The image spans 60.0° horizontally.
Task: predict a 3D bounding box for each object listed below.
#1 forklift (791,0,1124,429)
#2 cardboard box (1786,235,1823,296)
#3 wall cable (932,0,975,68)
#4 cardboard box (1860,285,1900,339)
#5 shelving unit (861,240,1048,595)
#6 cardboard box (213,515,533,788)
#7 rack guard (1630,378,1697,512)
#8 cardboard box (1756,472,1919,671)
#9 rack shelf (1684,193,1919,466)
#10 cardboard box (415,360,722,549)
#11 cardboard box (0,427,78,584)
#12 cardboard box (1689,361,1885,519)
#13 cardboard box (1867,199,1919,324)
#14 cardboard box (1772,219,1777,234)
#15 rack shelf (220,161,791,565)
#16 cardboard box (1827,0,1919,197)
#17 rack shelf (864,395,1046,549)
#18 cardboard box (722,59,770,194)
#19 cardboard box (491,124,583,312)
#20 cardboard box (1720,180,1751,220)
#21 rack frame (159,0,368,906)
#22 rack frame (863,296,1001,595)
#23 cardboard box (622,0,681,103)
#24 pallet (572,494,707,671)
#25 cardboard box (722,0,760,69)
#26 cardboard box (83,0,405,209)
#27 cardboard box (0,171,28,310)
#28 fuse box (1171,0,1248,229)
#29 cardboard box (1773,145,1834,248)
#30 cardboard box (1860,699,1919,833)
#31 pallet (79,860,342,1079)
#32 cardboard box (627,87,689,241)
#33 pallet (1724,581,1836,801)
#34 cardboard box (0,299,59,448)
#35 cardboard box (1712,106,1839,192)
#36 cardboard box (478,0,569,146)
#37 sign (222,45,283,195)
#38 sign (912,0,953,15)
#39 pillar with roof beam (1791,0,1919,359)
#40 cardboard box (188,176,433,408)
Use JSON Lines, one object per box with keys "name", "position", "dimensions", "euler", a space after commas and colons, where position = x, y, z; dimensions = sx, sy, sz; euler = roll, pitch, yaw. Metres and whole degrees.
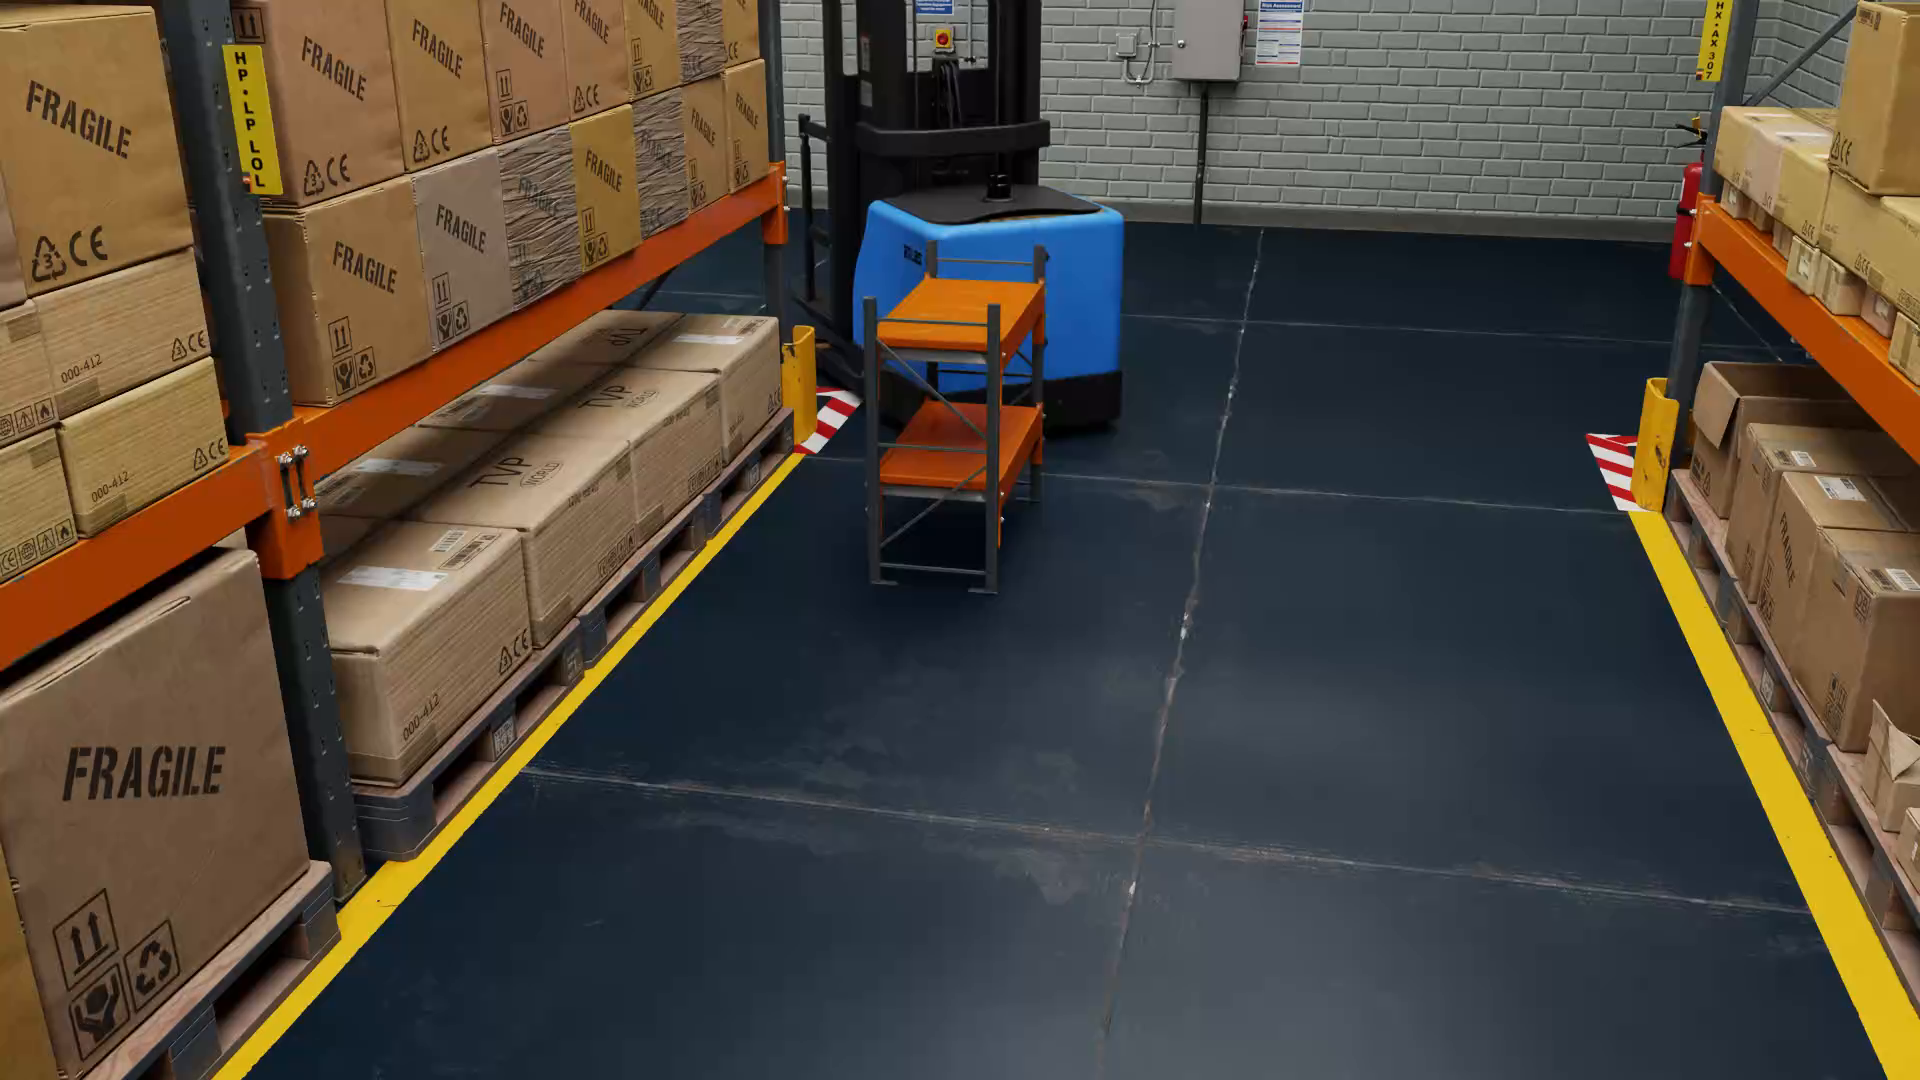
{"name": "forklift", "position": [-0.264, -2.332, 8.721], "dimensions": [1.130, 2.935, 3.031], "euler": [-9, 24, -22]}
{"name": "cardboard box", "position": [2.908, -0.880, 5.359], "dimensions": [0.380, 0.149, 0.250], "euler": [4, 22, 9]}
{"name": "wall cable", "position": [-0.177, -4.490, 12.584], "dimensions": [0.585, 1.953, 0.123], "euler": [4, 22, 11]}
{"name": "cardboard box", "position": [2.889, -0.682, 4.868], "dimensions": [0.380, 0.149, 0.250], "euler": [4, 22, 11]}
{"name": "shelving unit", "position": [0.001, -0.524, 6.650], "dimensions": [0.538, 1.125, 1.048], "euler": [4, 22, 11]}
{"name": "cardboard box", "position": [-1.888, 0.295, 4.972], "dimensions": [0.875, 0.438, 0.875], "euler": [4, 22, 10]}
{"name": "rack guard", "position": [3.540, -0.375, 7.117], "dimensions": [1.175, 0.500, 0.348], "euler": [4, 22, 11]}
{"name": "cardboard box", "position": [2.919, 0.114, 5.340], "dimensions": [0.500, 0.500, 0.500], "euler": [5, 22, 12]}
{"name": "rack shelf", "position": [3.147, -0.498, 5.037], "dimensions": [1.077, 0.370, 4.000], "euler": [4, 22, 11]}
{"name": "cardboard box", "position": [-1.520, -0.362, 6.604], "dimensions": [0.875, 0.438, 0.875], "euler": [5, 22, 12]}
{"name": "cardboard box", "position": [-2.071, -0.038, 3.133], "dimensions": [0.500, 0.250, 0.500], "euler": [4, 22, 10]}
{"name": "cardboard box", "position": [3.338, -0.383, 6.569], "dimensions": [0.797, 0.503, 0.637], "euler": [4, 22, 9]}
{"name": "cardboard box", "position": [2.807, -0.739, 4.475], "dimensions": [0.500, 0.250, 0.500], "euler": [4, 22, 11]}
{"name": "cardboard box", "position": [3.193, -1.152, 6.034], "dimensions": [0.380, 0.149, 0.250], "euler": [4, 22, 10]}
{"name": "rack shelf", "position": [-1.713, -0.875, 5.973], "dimensions": [1.077, 0.370, 4.000], "euler": [4, 22, 11]}
{"name": "cardboard box", "position": [2.893, -1.285, 4.828], "dimensions": [0.500, 0.500, 0.500], "euler": [5, 22, 12]}
{"name": "rack shelf", "position": [0.001, -0.297, 6.741], "dimensions": [0.538, 0.278, 1.000], "euler": [4, 22, 11]}
{"name": "cardboard box", "position": [-1.144, -1.790, 7.148], "dimensions": [0.500, 0.500, 0.500], "euler": [5, 22, 11]}
{"name": "cardboard box", "position": [-1.554, -1.040, 5.287], "dimensions": [0.500, 0.500, 0.500], "euler": [5, 22, 11]}
{"name": "cardboard box", "position": [3.220, -1.347, 6.519], "dimensions": [0.380, 0.149, 0.250], "euler": [4, 22, 11]}
{"name": "rack frame", "position": [-2.121, -0.477, 4.022], "dimensions": [1.000, 3.000, 0.127], "euler": [4, 22, 11]}
{"name": "rack frame", "position": [-0.102, -0.338, 6.188], "dimensions": [0.500, 1.125, 0.032], "euler": [4, 22, 11]}
{"name": "cardboard box", "position": [-1.352, -1.881, 6.038], "dimensions": [0.500, 0.500, 0.500], "euler": [4, 22, 11]}
{"name": "pallet", "position": [-1.642, 0.097, 6.330], "dimensions": [1.003, 0.211, 1.213], "euler": [4, 22, 11]}
{"name": "cardboard box", "position": [-1.170, -2.255, 6.966], "dimensions": [0.500, 0.500, 0.500], "euler": [5, 23, 13]}
{"name": "cardboard box", "position": [-1.787, -1.143, 4.204], "dimensions": [0.500, 0.500, 0.500], "euler": [5, 22, 11]}
{"name": "cardboard box", "position": [-2.065, -0.615, 2.892], "dimensions": [0.500, 0.500, 0.500], "euler": [5, 22, 12]}
{"name": "fuse box", "position": [1.850, -3.193, 12.490], "dimensions": [0.539, 1.711, 0.414], "euler": [4, 22, 11]}
{"name": "cardboard box", "position": [2.996, -1.116, 5.411], "dimensions": [0.500, 0.250, 0.500], "euler": [4, 22, 10]}
{"name": "cardboard box", "position": [2.638, 0.617, 4.404], "dimensions": [0.396, 0.266, 0.258], "euler": [5, 23, 13]}
{"name": "pallet", "position": [-2.205, 1.105, 3.828], "dimensions": [1.003, 0.211, 1.213], "euler": [4, 22, 11]}
{"name": "cardboard box", "position": [-1.357, -1.418, 6.226], "dimensions": [0.500, 0.500, 0.500], "euler": [5, 22, 12]}
{"name": "pallet", "position": [3.127, 0.495, 5.342], "dimensions": [1.003, 0.211, 1.213], "euler": [4, 22, 11]}
{"name": "cardboard box", "position": [-2.068, -0.276, 3.055], "dimensions": [0.500, 0.250, 0.500], "euler": [5, 22, 12]}
{"name": "cardboard box", "position": [3.199, -1.486, 6.330], "dimensions": [0.500, 0.250, 0.500], "euler": [5, 22, 11]}
{"name": "cardboard box", "position": [-1.562, -1.513, 5.124], "dimensions": [0.500, 0.500, 0.500], "euler": [5, 22, 12]}
{"name": "sign", "position": [-1.588, -0.939, 3.727], "dimensions": [0.100, 0.325, 0.005], "euler": [4, 22, 11]}
{"name": "sign", "position": [-0.212, -4.155, 12.794], "dimensions": [0.327, 0.218, 0.001], "euler": [4, 22, 11]}
{"name": "pillar with roof beam", "position": [0.773, -5.591, 8.691], "dimensions": [9.100, 9.000, 0.400], "euler": [4, 22, 11]}
{"name": "cardboard box", "position": [-1.769, -0.675, 4.380], "dimensions": [0.500, 0.500, 0.500], "euler": [5, 23, 13]}
